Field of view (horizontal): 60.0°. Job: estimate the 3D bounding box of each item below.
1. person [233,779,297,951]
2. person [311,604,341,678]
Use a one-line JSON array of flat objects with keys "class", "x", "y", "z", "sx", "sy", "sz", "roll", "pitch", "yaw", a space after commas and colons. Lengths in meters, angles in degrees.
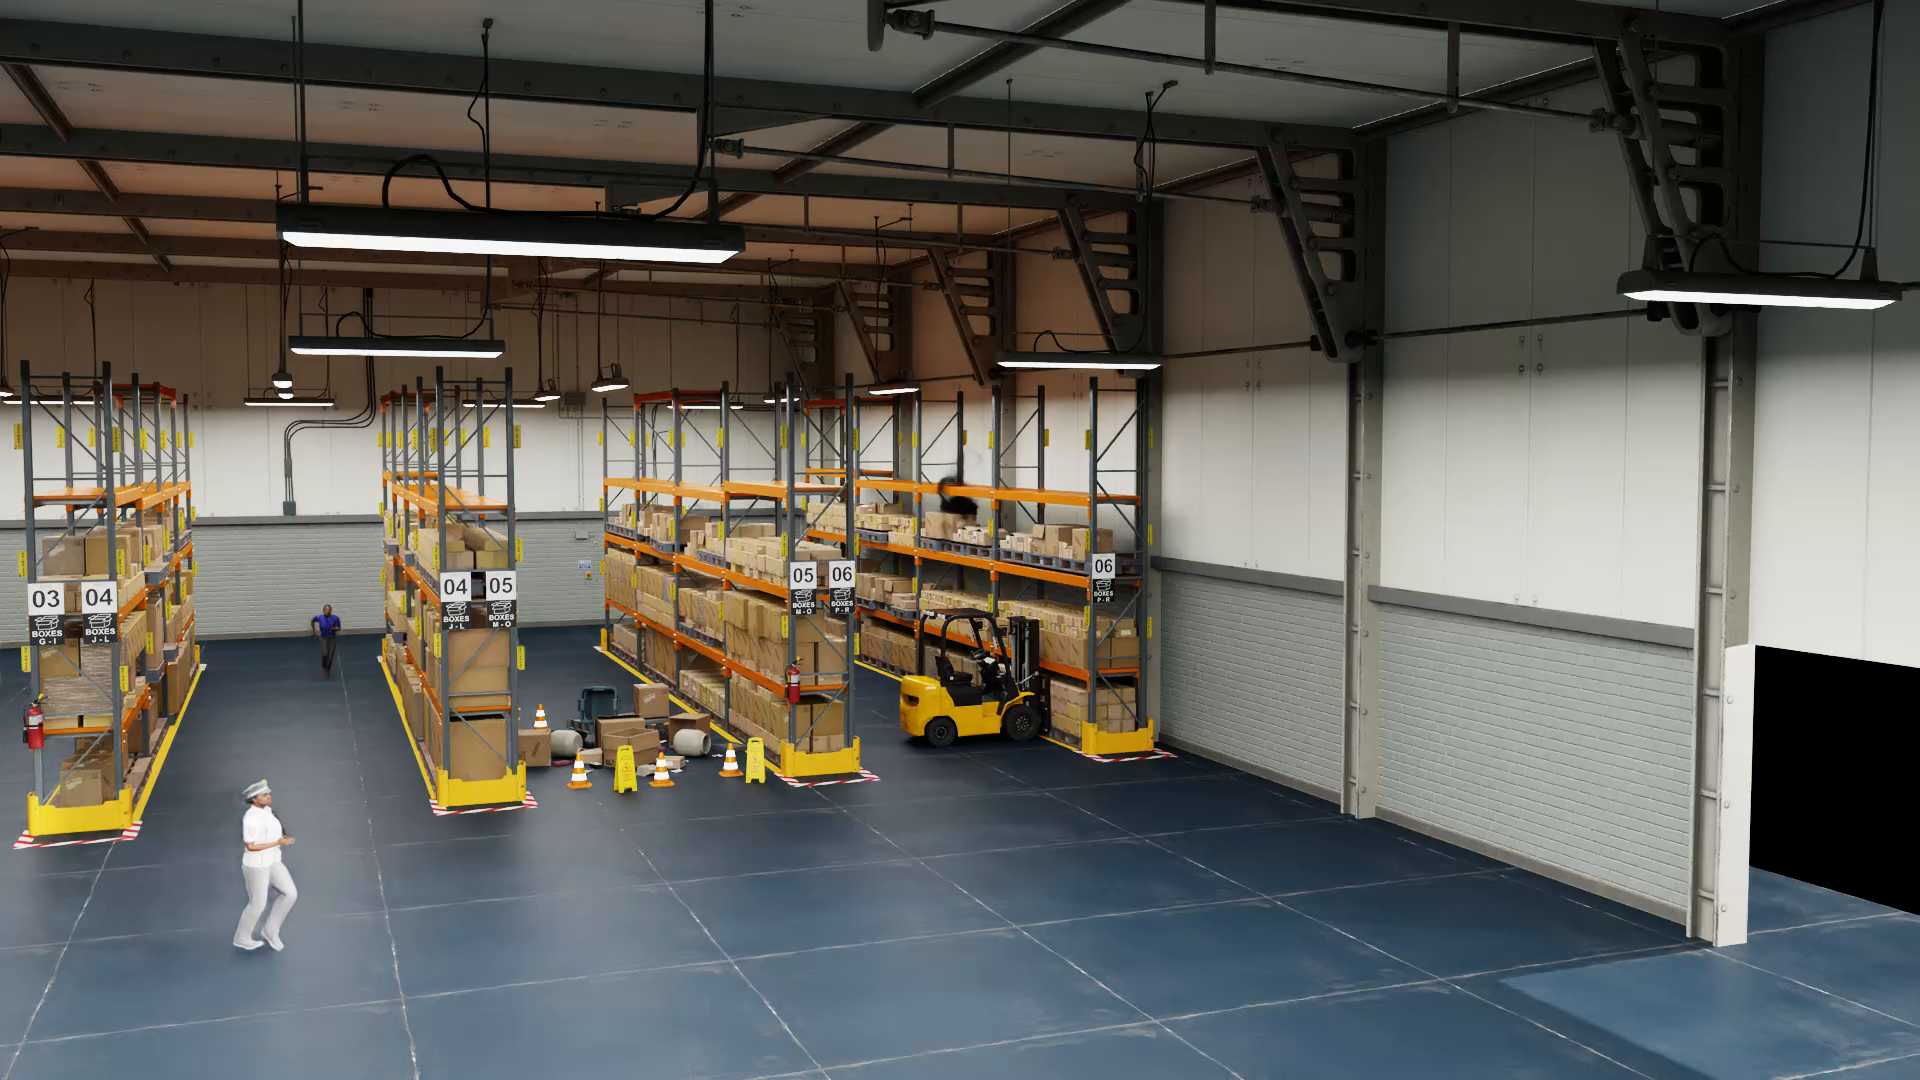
[{"class": "person", "x": -6.769, "y": 3.194, "z": 16.228, "sx": 0.667, "sy": 1.716, "sz": 0.558, "roll": 0, "pitch": 3, "yaw": 7}, {"class": "person", "x": -13.187, "y": 2.118, "z": 34.625, "sx": 0.563, "sy": 1.577, "sz": 0.818, "roll": -2, "pitch": 4, "yaw": -28}]
